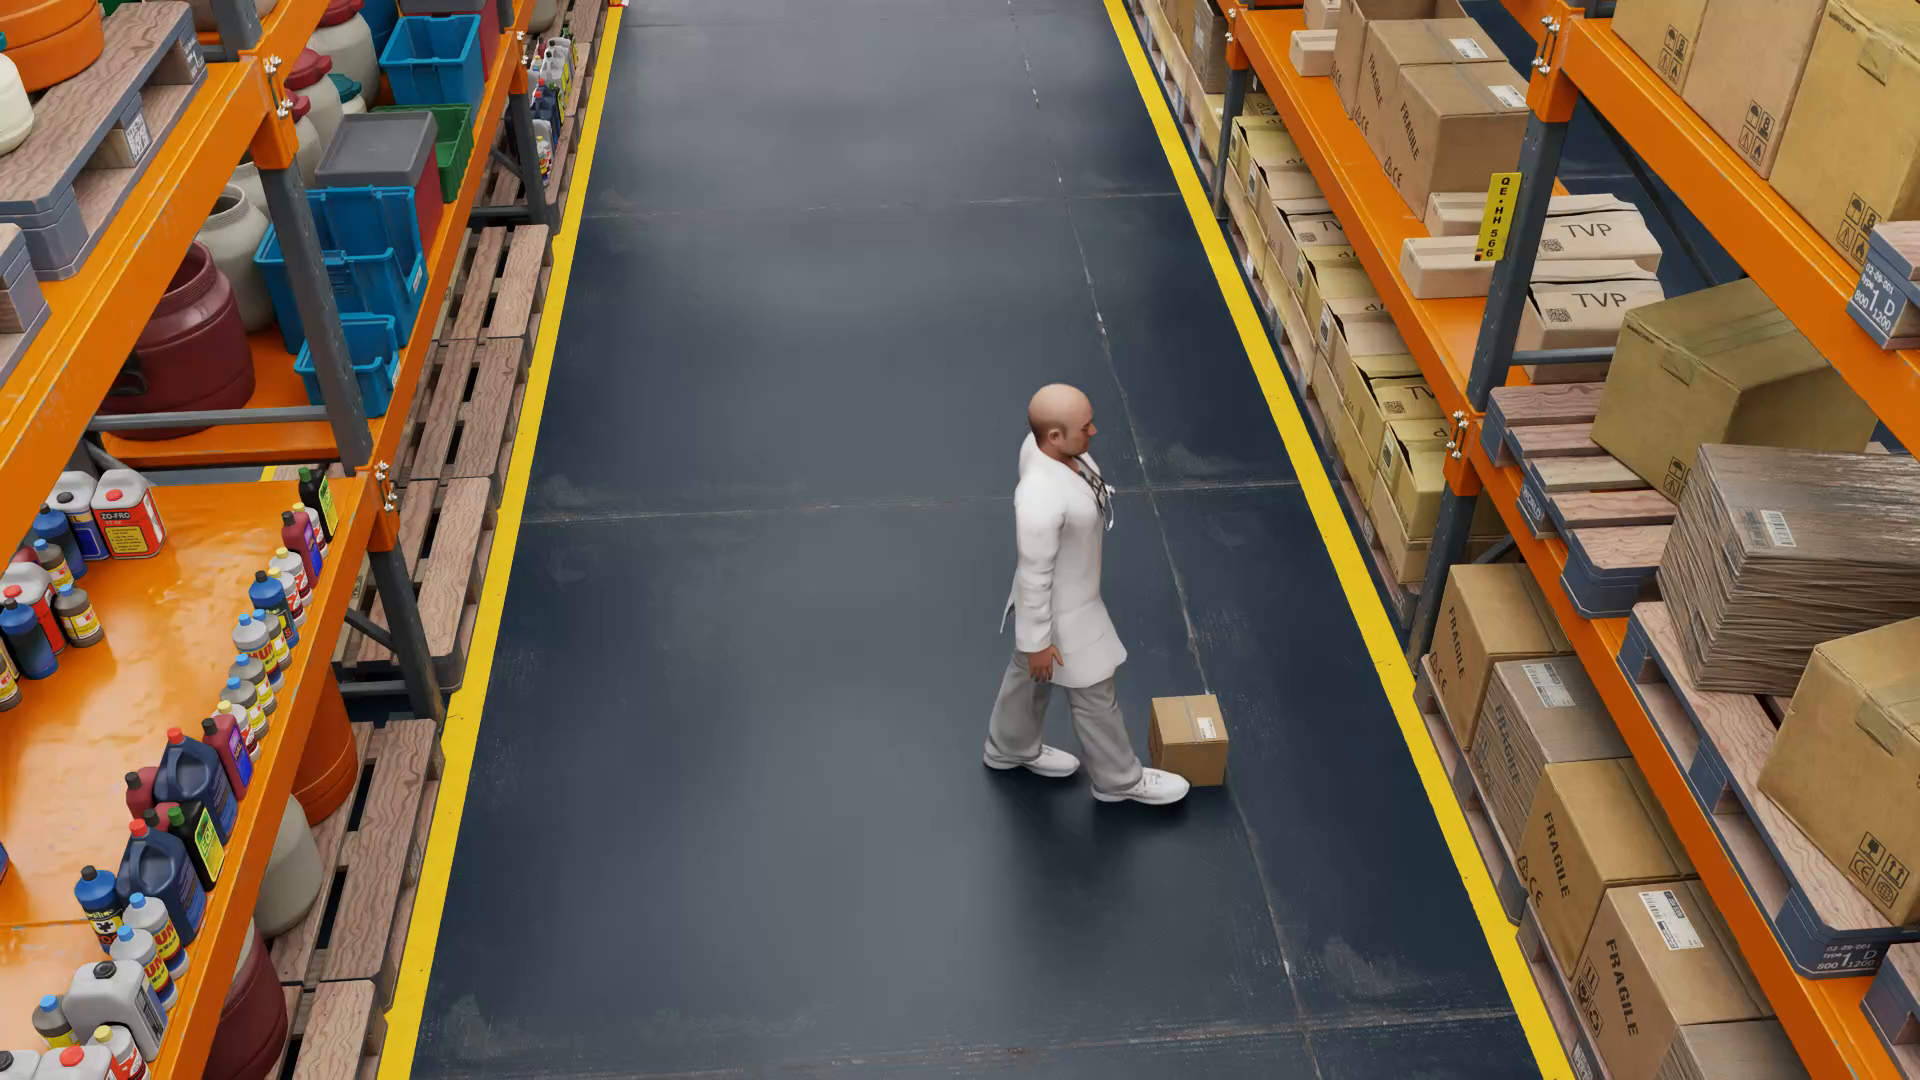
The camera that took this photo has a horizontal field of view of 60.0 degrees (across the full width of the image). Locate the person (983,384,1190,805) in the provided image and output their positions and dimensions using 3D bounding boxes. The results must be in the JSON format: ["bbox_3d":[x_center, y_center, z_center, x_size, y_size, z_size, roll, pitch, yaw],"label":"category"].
[{"bbox_3d":[0.477,0.212,5.889,0.774,1.766,0.586,0,39,1],"label":"person"}]
